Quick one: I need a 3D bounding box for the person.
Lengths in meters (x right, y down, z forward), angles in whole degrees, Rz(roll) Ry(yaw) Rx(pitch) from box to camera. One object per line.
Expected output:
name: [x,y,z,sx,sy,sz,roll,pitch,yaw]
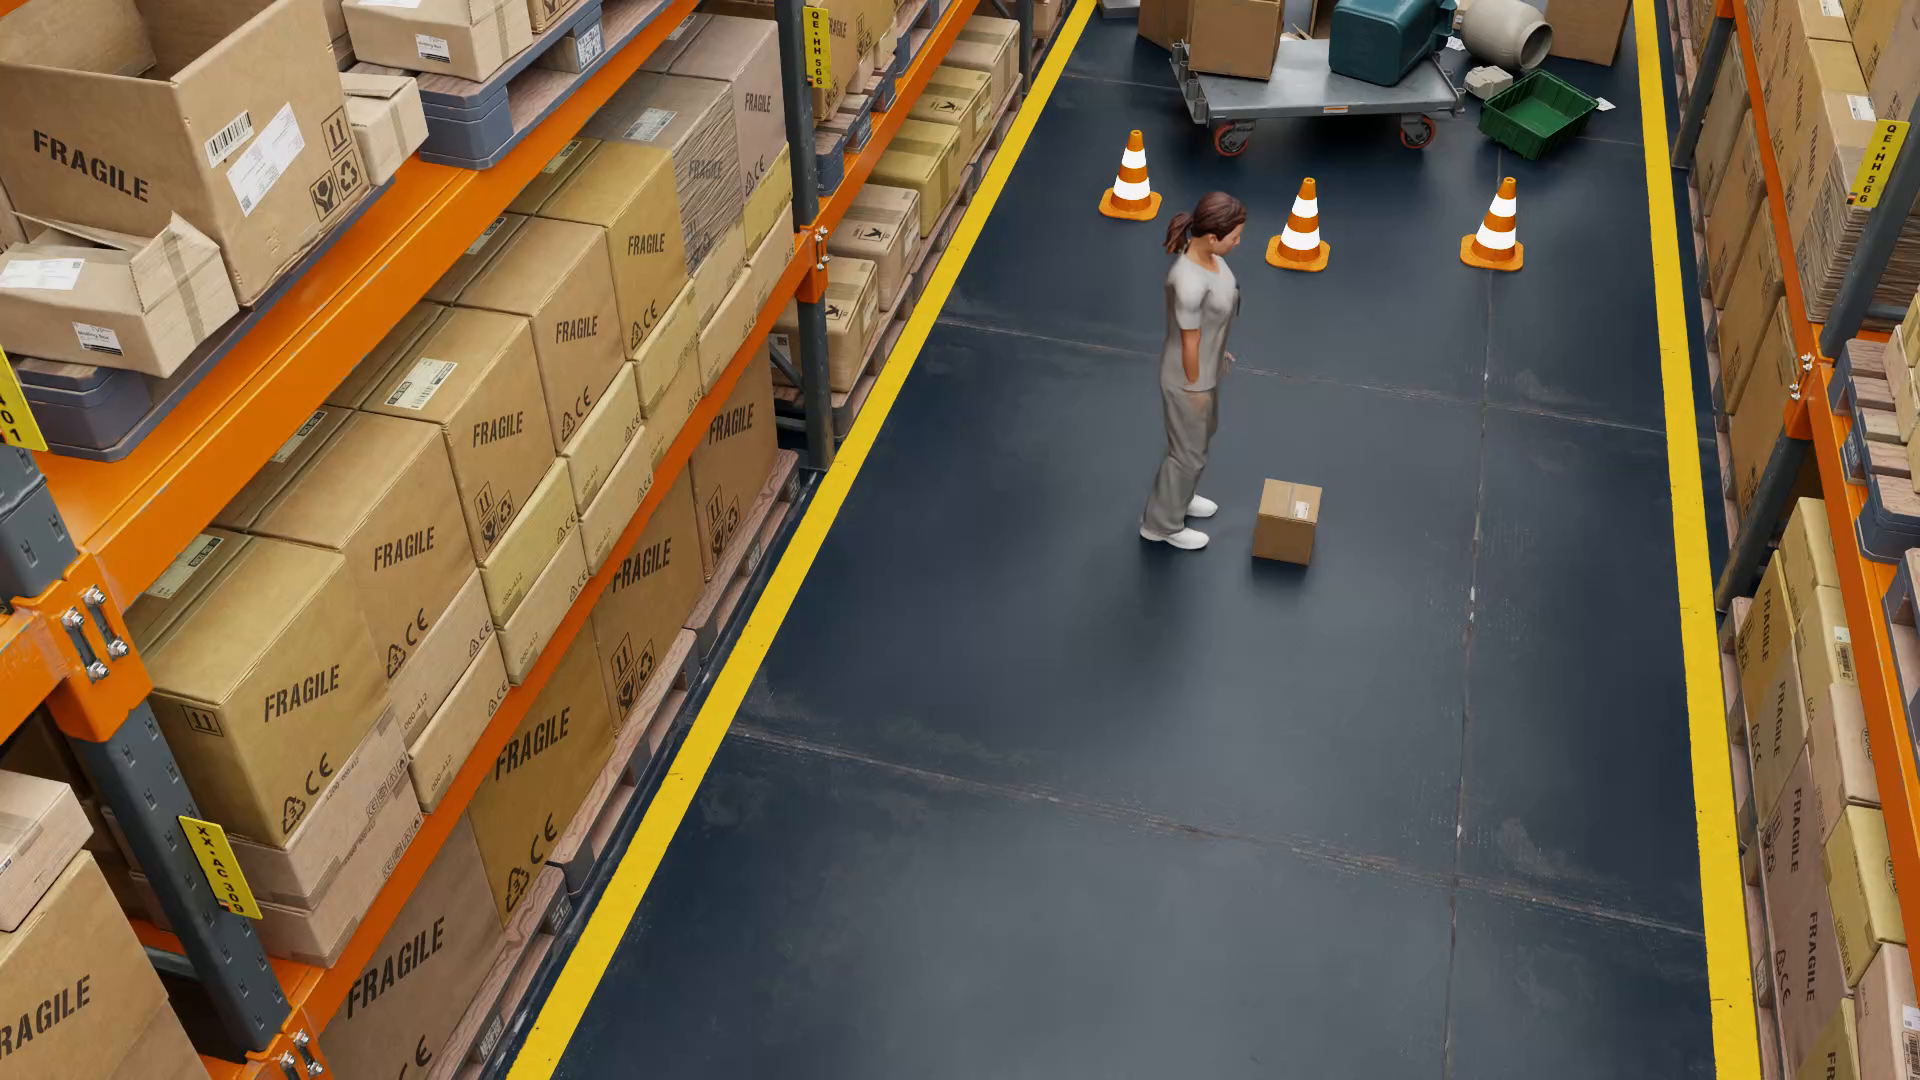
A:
person: [0.982,-0.691,7.006,0.333,1.607,0.444,11,42,12]
